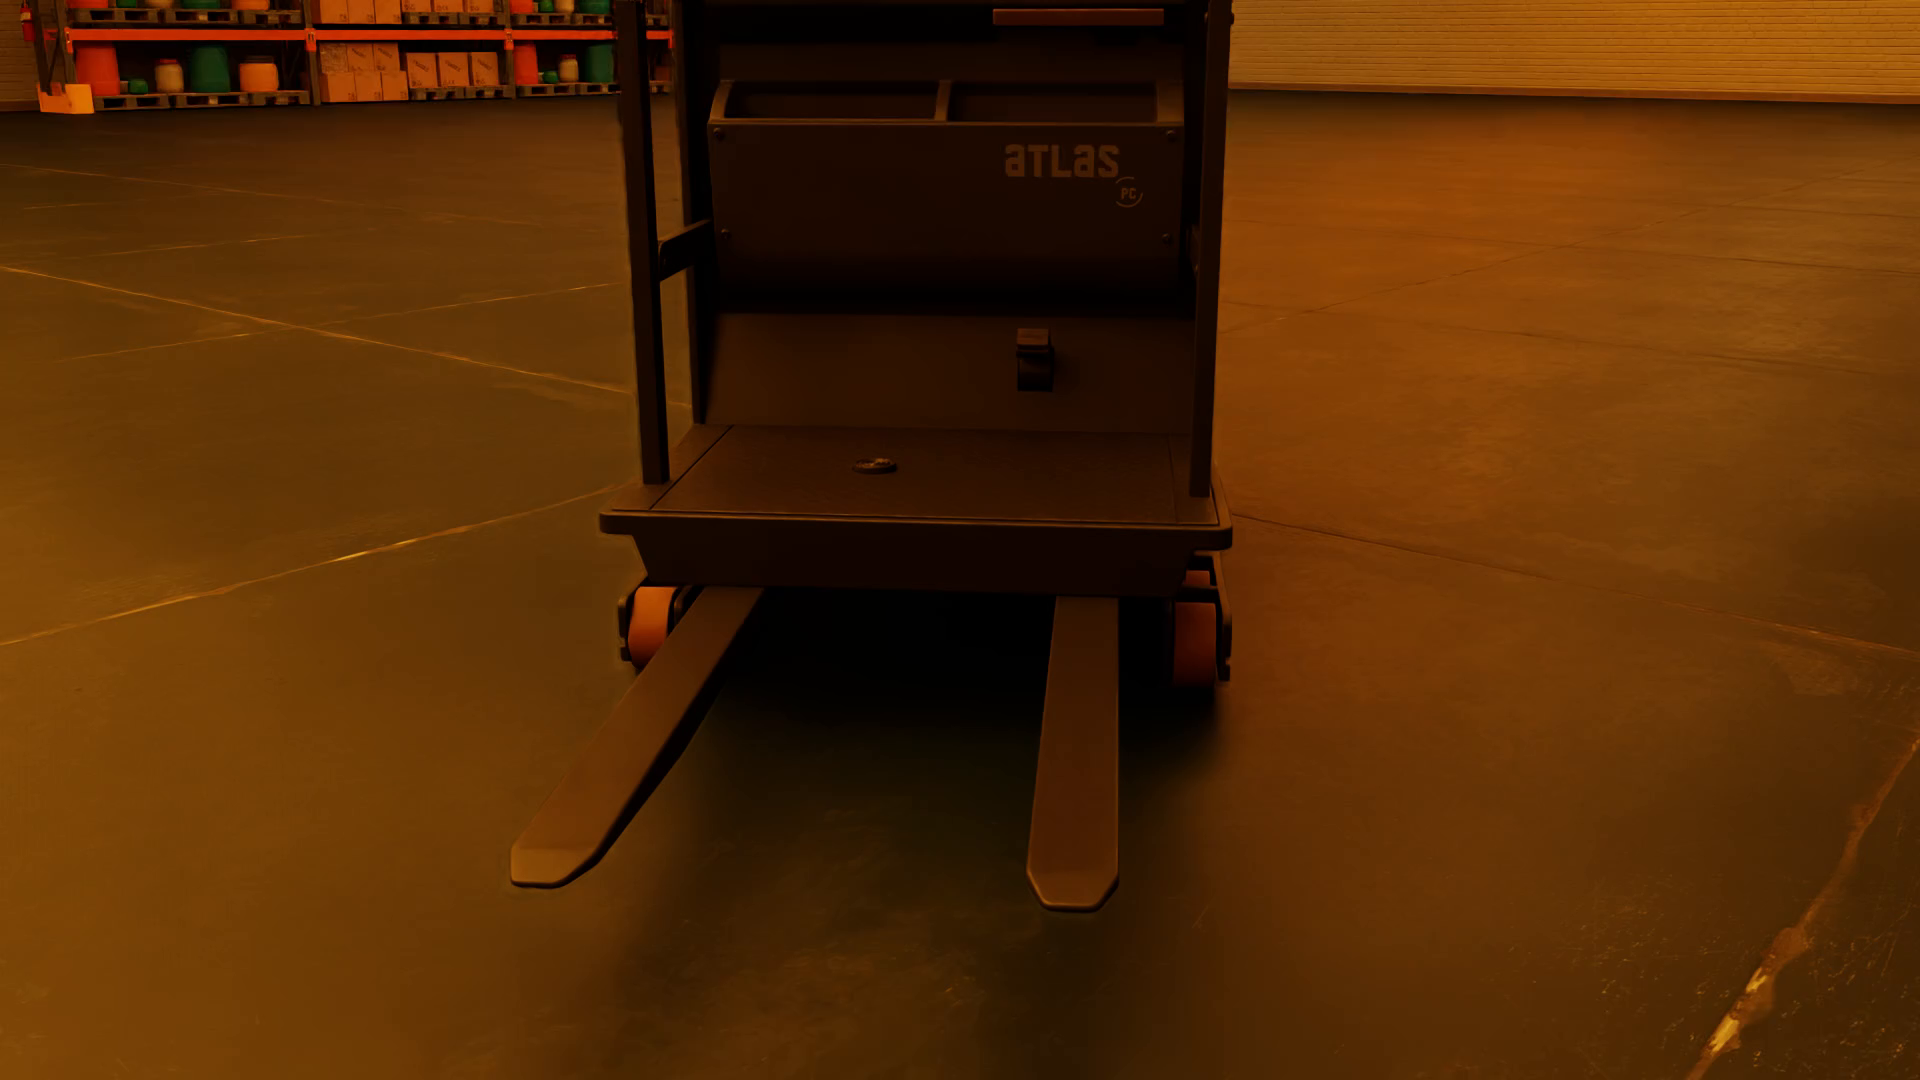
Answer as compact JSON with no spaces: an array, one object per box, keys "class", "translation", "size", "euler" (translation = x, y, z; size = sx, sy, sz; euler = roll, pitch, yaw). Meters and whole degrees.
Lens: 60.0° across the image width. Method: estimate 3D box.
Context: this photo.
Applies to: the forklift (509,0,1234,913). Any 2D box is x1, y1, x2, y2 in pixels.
[{"class":"forklift","translation":[-0.043,-1.229,2.946],"size":[1.130,2.935,3.031],"euler":[2,17,5]}]
